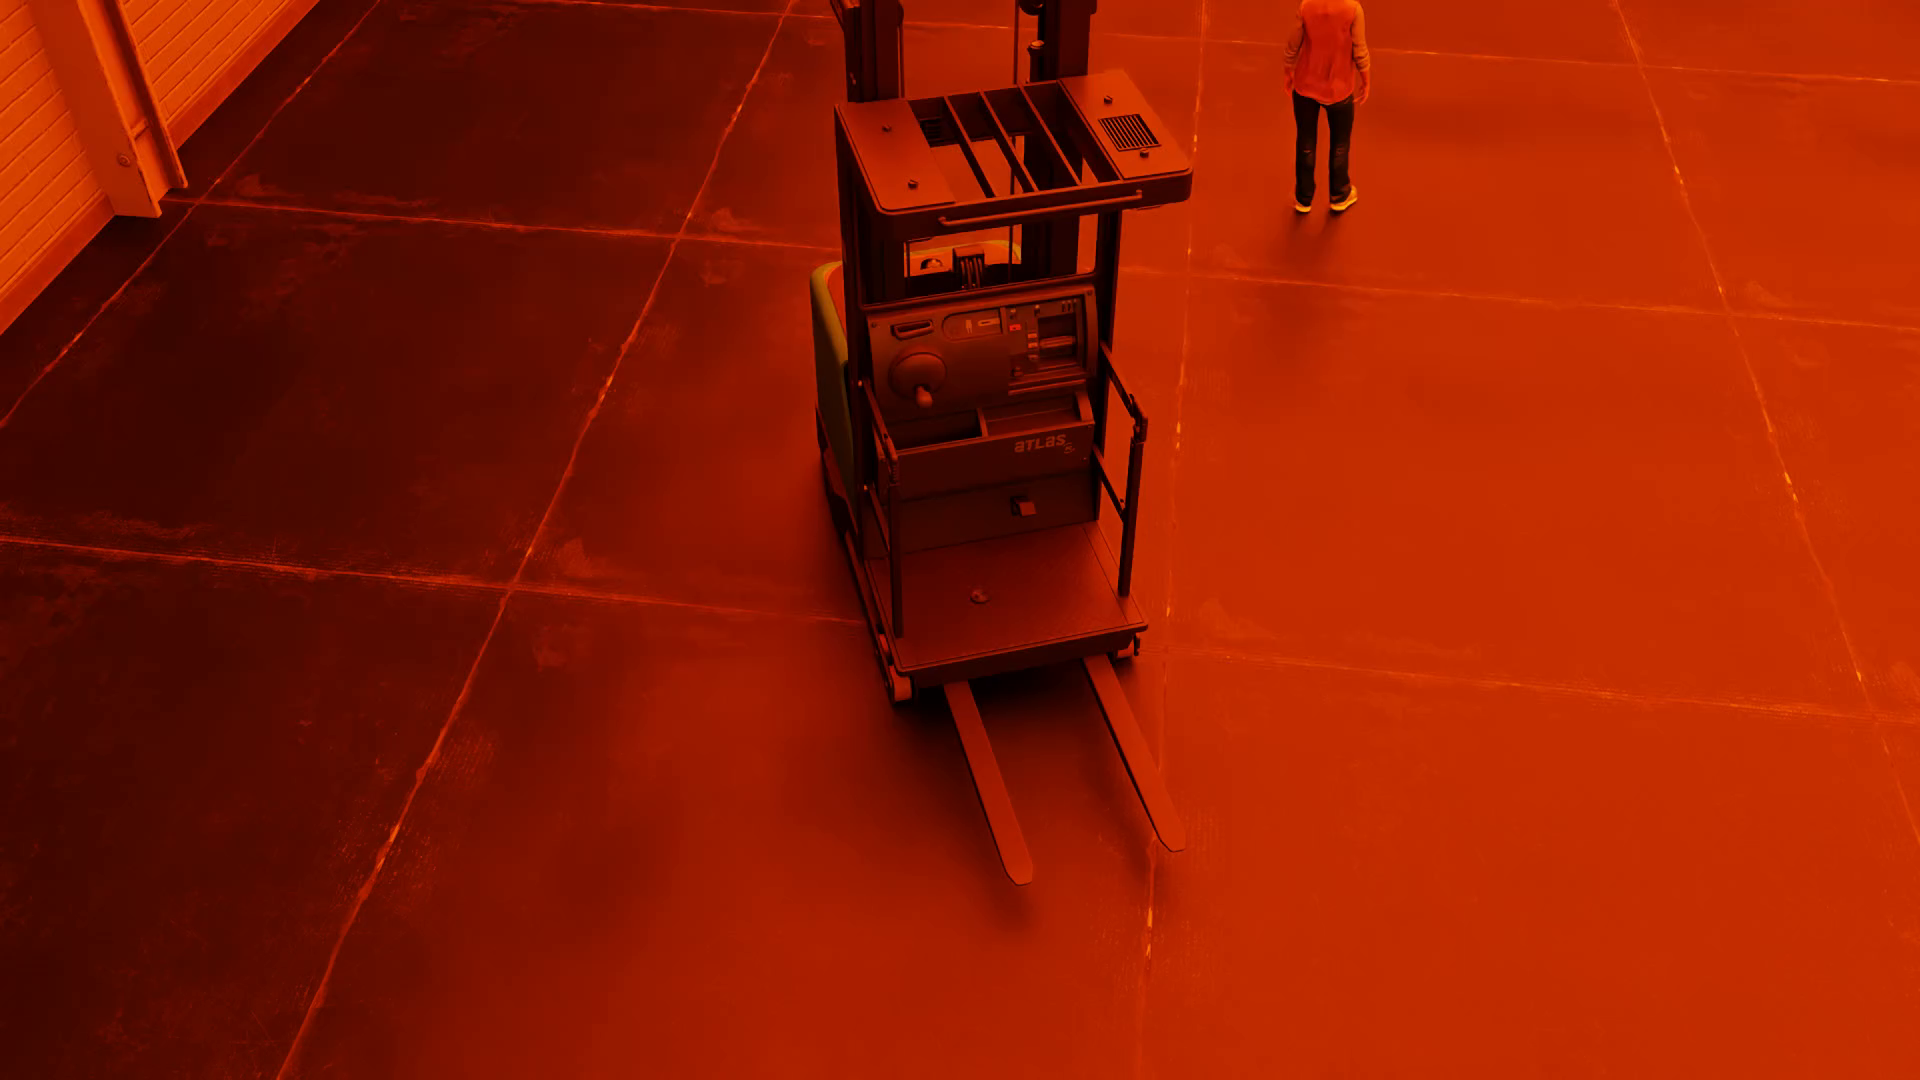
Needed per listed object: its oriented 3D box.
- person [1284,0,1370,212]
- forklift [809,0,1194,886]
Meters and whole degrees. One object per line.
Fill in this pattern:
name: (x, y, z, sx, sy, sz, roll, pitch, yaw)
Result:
person: (2.117, -2.626, 9.560, 0.517, 1.599, 0.472, 16, 45, 17)
forklift: (0.153, -0.681, 6.465, 1.130, 2.935, 3.031, -10, 44, -11)
